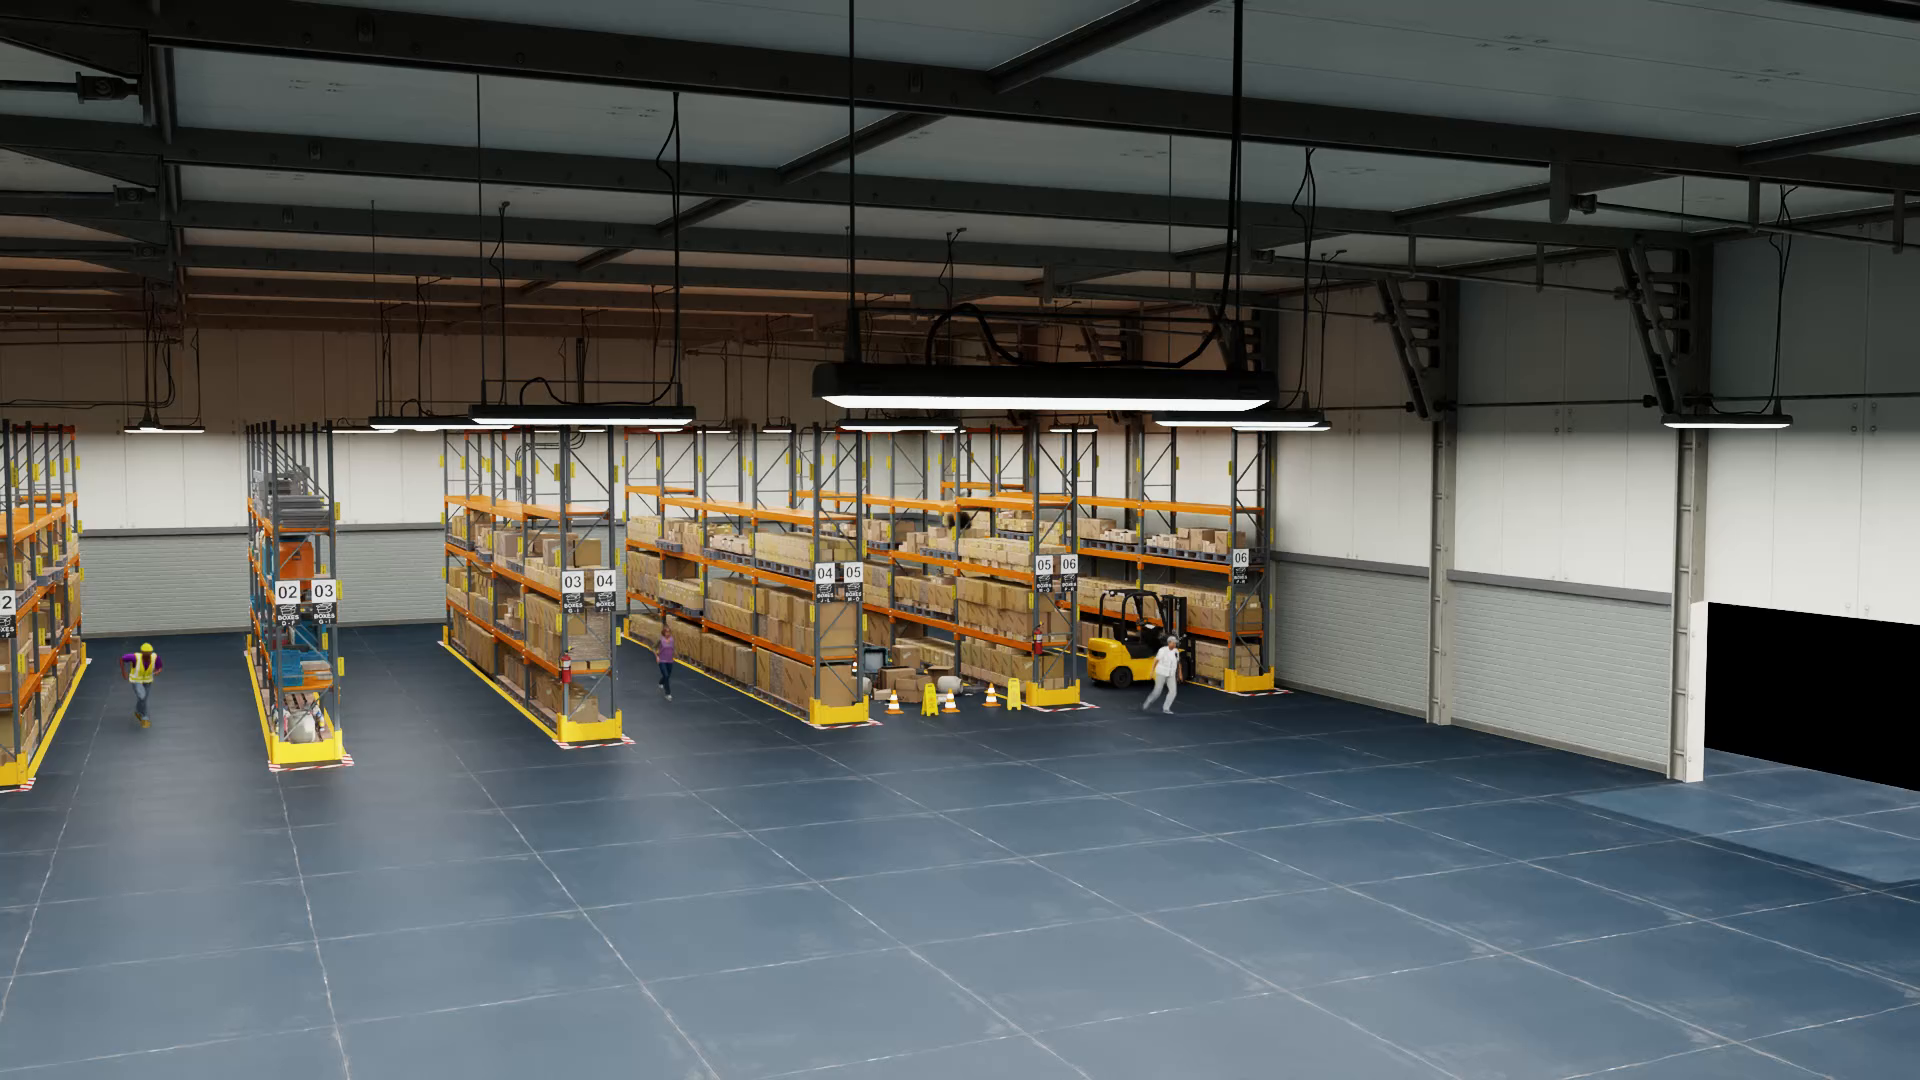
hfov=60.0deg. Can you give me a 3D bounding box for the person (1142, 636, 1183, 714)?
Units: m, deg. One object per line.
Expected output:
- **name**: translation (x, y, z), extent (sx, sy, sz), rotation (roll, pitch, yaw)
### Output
- **person**: translation (4.202, 2.771, 34.378), extent (0.665, 1.605, 0.708), rotation (-2, 4, -29)

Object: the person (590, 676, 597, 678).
- **person**: translation (-8.606, 2.420, 39.282), extent (0.680, 1.673, 0.691), rotation (-3, 5, -40)

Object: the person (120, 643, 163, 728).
- **person**: translation (-16.184, 2.863, 32.862), extent (0.754, 1.718, 1.032), rotation (-3, 5, -41)

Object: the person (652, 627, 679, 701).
- **person**: translation (-6.464, 2.672, 36.299), extent (0.519, 1.598, 0.840), rotation (-3, 4, -35)
